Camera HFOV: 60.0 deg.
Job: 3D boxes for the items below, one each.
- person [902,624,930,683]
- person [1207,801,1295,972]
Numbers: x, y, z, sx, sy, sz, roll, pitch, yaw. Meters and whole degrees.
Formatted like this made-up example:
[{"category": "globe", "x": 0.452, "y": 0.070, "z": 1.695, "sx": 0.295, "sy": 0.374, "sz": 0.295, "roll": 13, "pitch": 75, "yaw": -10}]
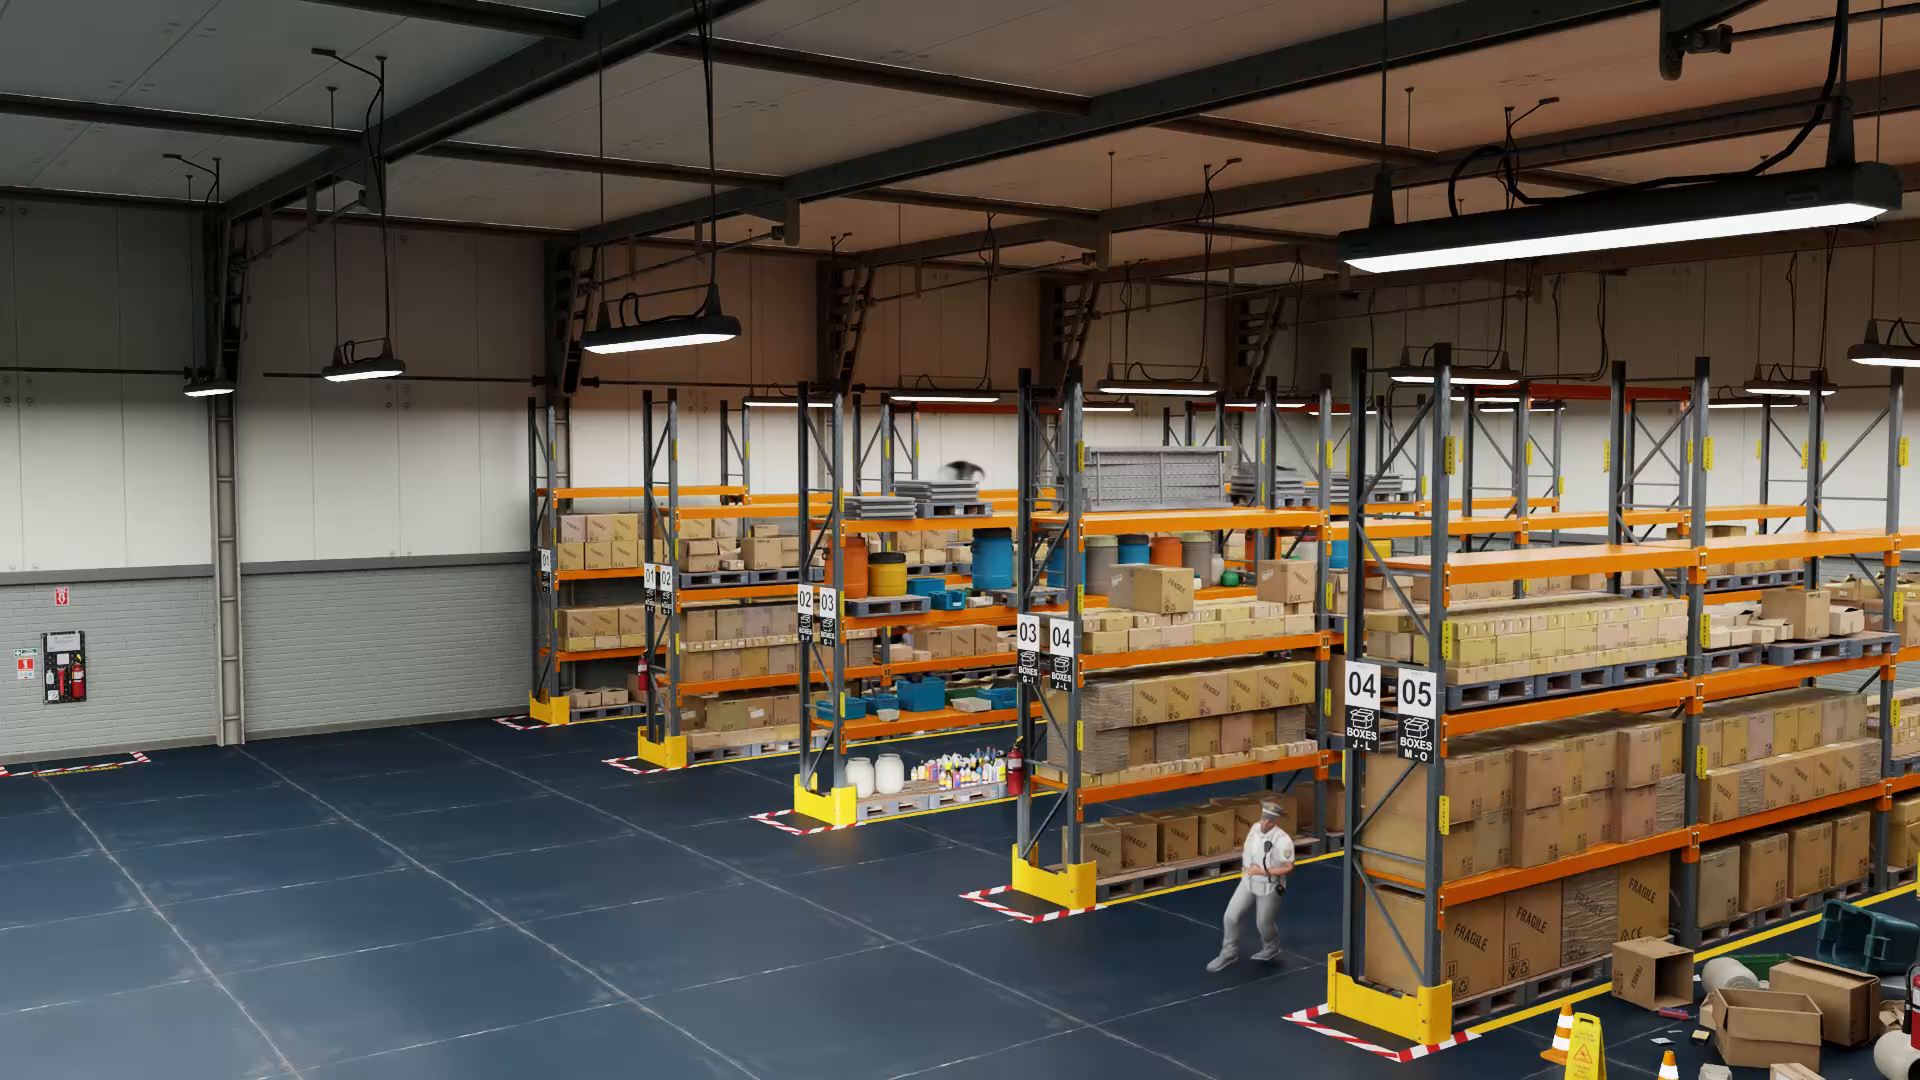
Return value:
[{"category": "person", "x": -0.867, "y": 2.421, "z": 33.563, "sx": 0.671, "sy": 1.592, "sz": 0.768, "roll": 0, "pitch": 3, "yaw": 7}, {"category": "person", "x": 2.950, "y": 3.362, "z": 16.175, "sx": 0.844, "sy": 1.714, "sz": 0.748, "roll": 3, "pitch": 5, "yaw": 44}]
